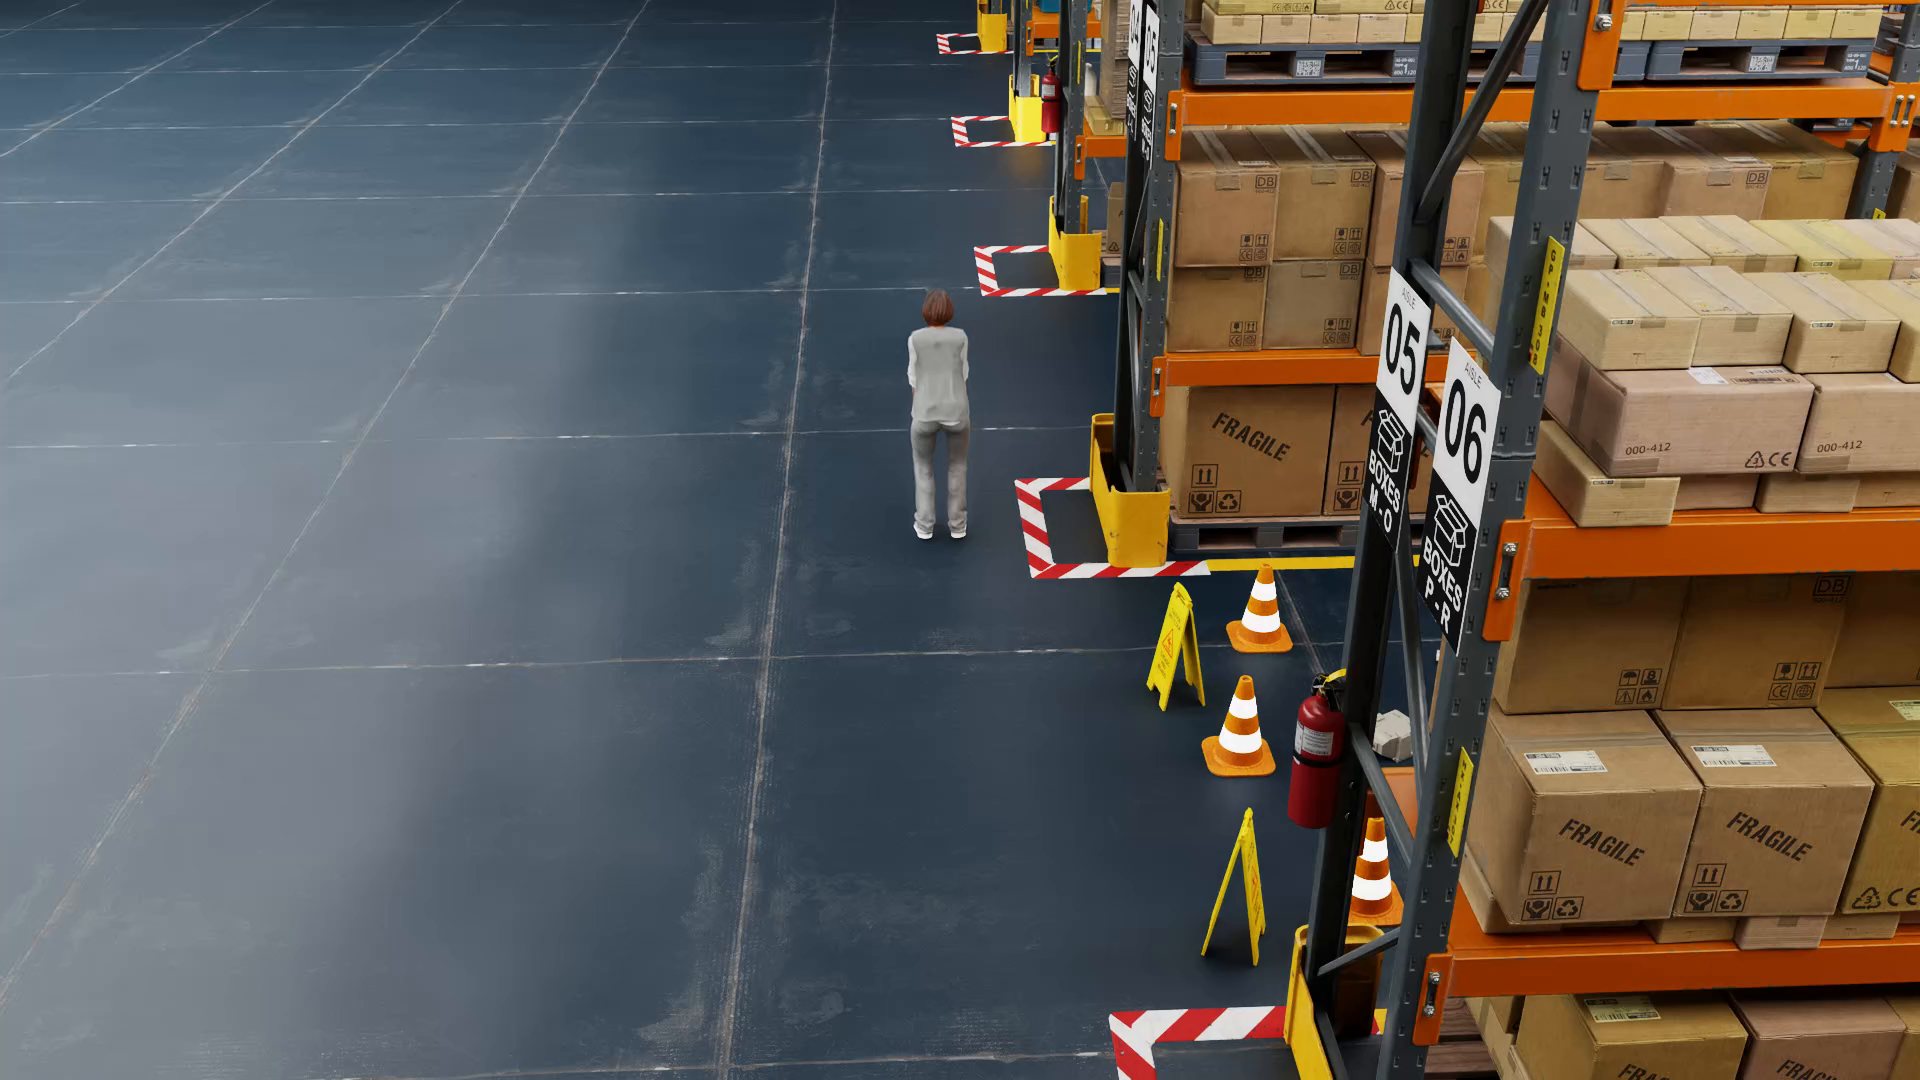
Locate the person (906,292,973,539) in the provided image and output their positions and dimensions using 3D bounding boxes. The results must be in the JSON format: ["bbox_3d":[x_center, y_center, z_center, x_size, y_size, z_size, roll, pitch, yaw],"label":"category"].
[{"bbox_3d":[-0.124,-0.783,10.114,0.405,1.595,0.489,-1,28,-2],"label":"person"}]
